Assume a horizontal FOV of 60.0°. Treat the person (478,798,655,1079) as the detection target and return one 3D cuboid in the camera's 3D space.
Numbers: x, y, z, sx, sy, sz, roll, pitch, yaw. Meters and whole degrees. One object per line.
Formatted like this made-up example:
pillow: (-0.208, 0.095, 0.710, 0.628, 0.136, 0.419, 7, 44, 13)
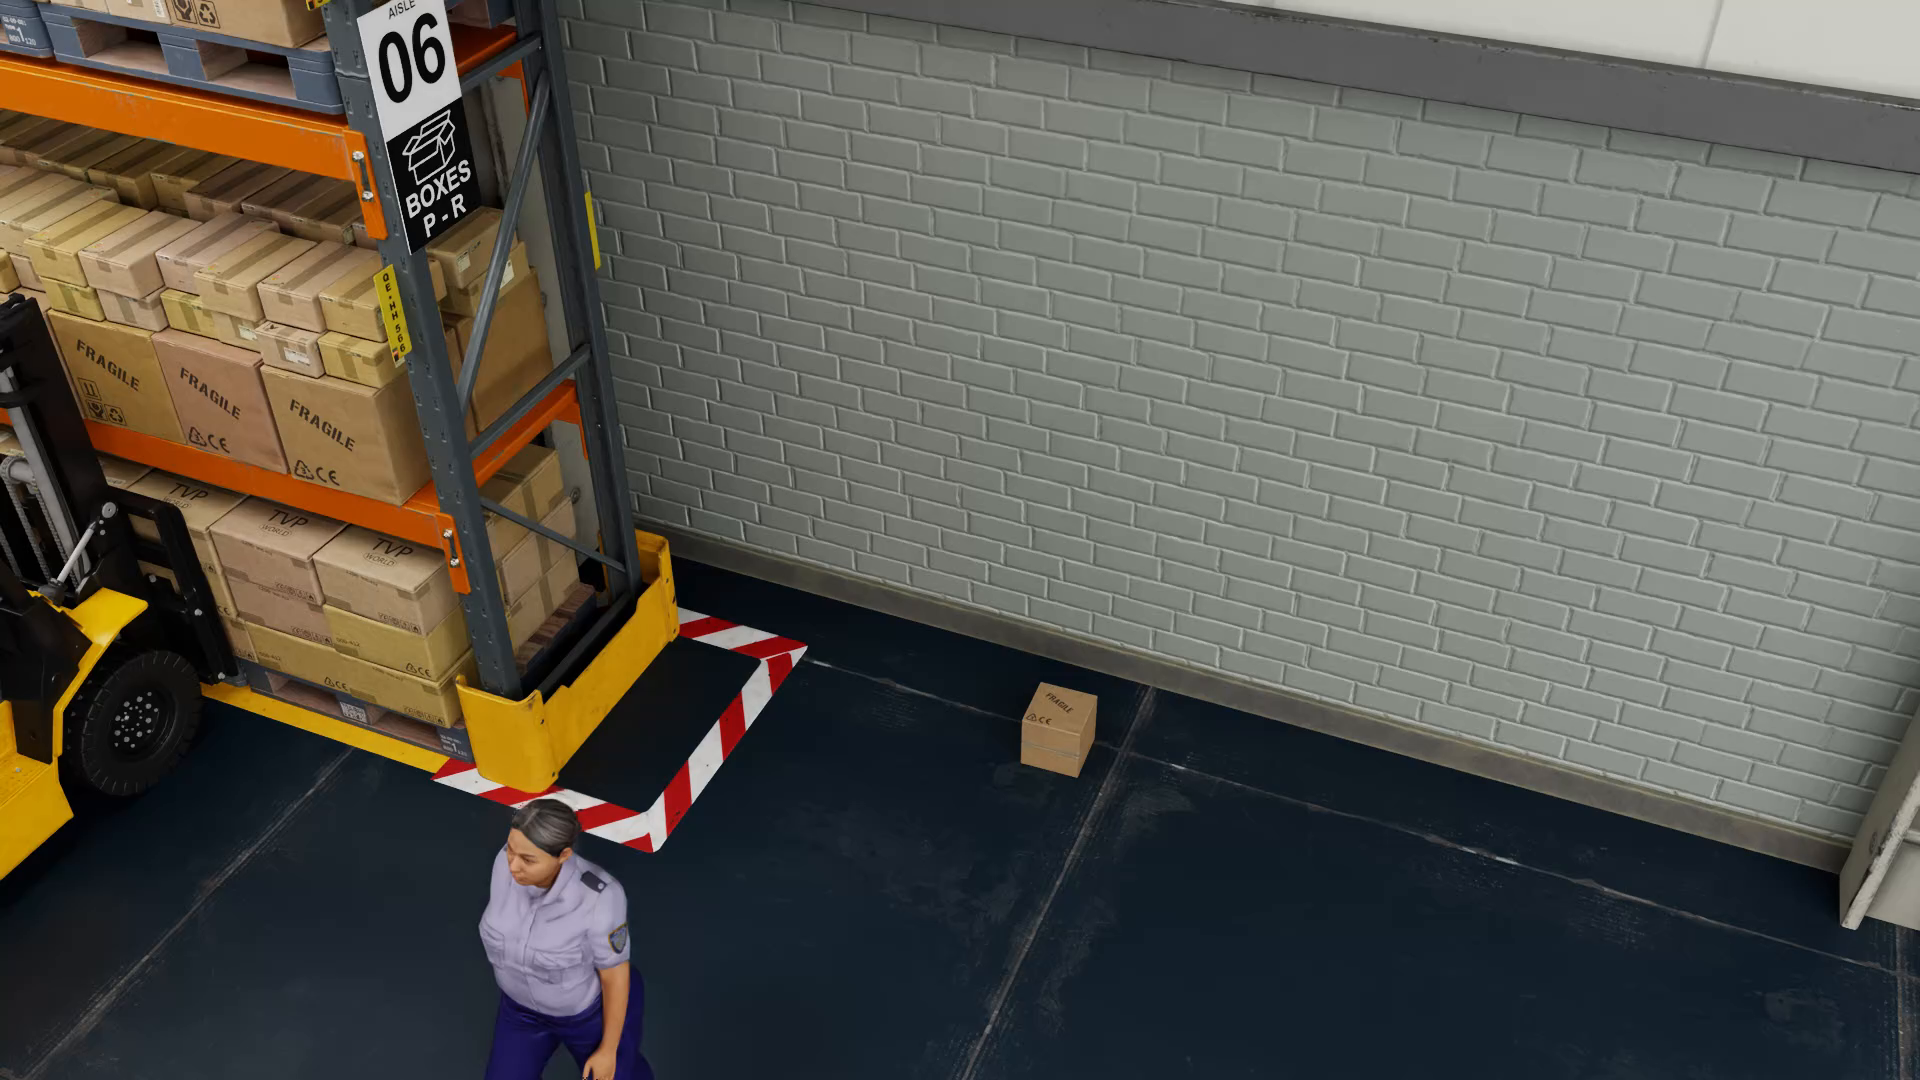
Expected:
person: (-1.179, 1.439, 4.988, 0.480, 1.707, 0.481, 14, 40, 18)
